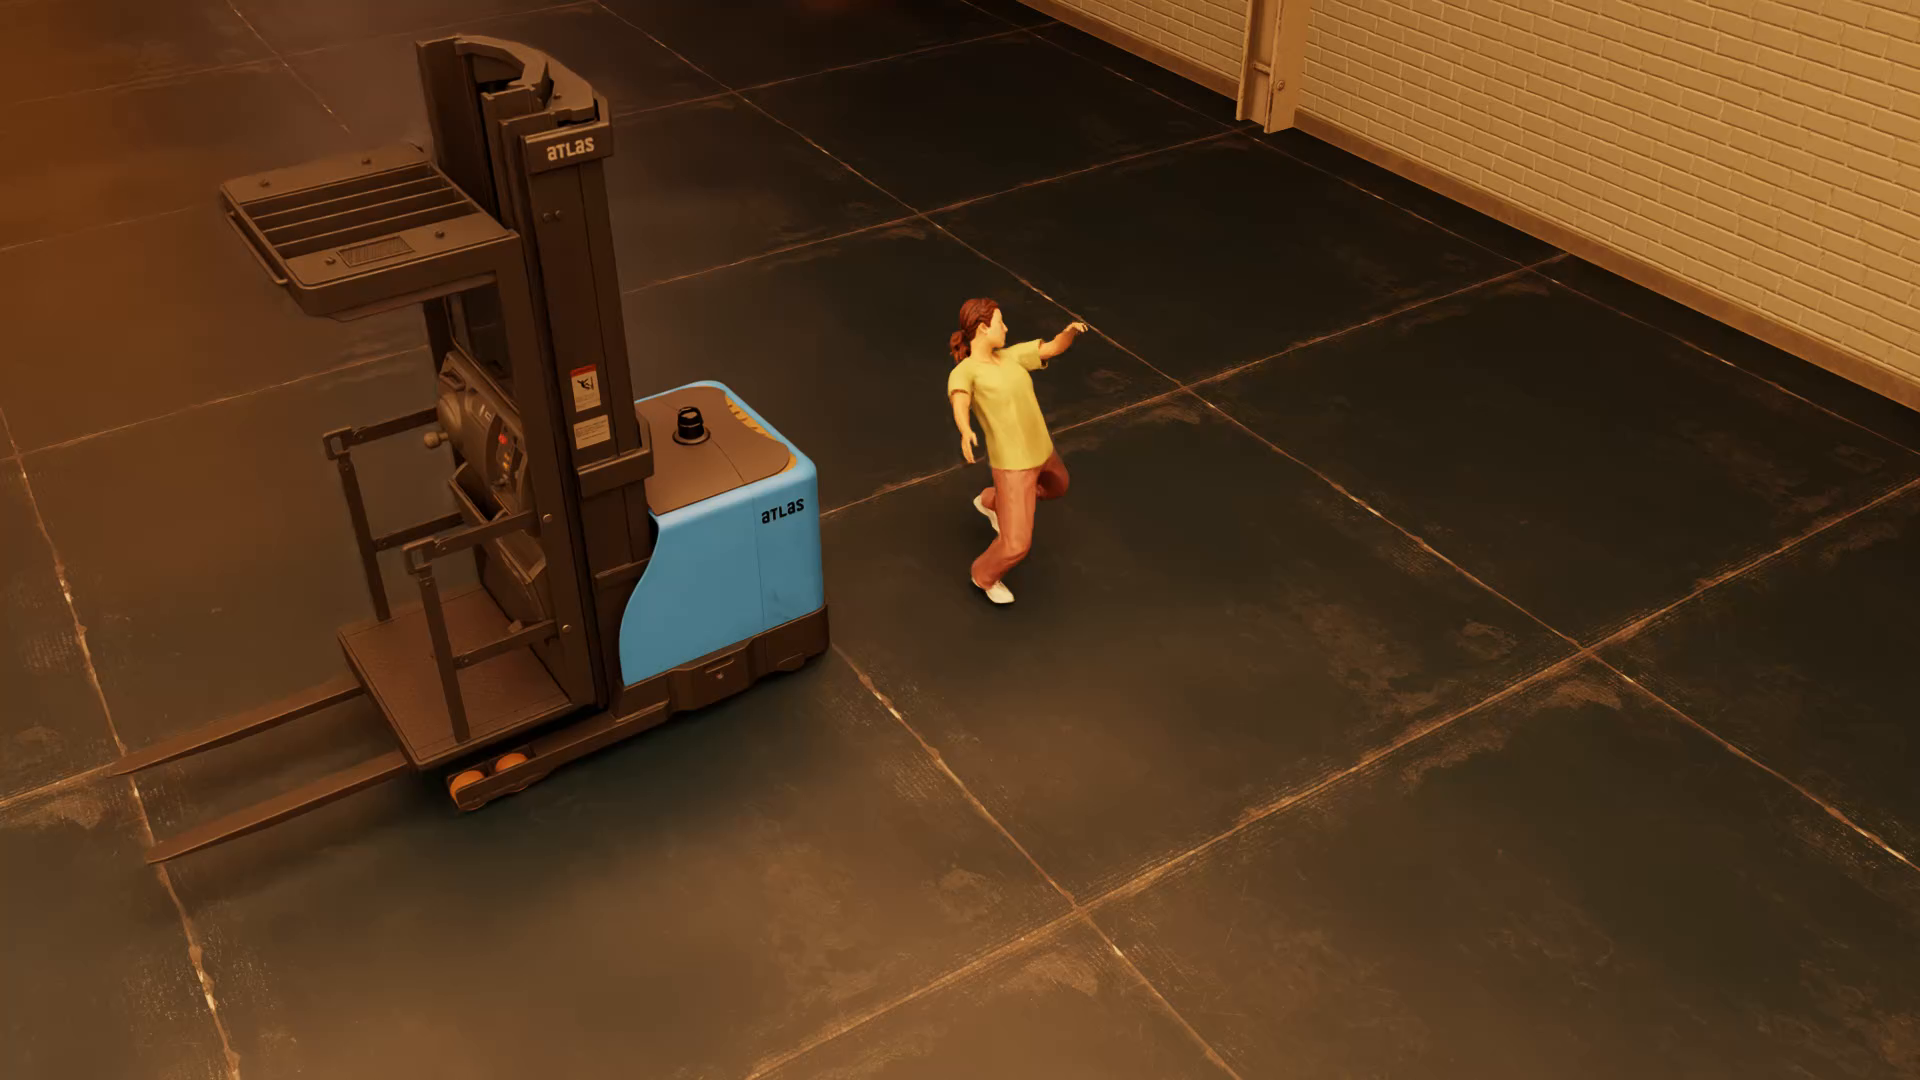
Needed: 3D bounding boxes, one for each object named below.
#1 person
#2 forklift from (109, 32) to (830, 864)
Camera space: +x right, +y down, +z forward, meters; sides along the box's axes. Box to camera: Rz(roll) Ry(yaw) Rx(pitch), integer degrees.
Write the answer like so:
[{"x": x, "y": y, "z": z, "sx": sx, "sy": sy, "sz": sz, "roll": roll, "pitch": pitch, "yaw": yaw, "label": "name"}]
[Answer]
[{"x": 0.183, "y": -0.360, "z": 7.919, "sx": 0.682, "sy": 1.461, "sz": 1.008, "roll": 16, "pitch": 38, "yaw": 22, "label": "person"}, {"x": -2.122, "y": -0.400, "z": 6.717, "sx": 3.031, "sy": 2.935, "sz": 1.130, "roll": -21, "pitch": 40, "yaw": -28, "label": "forklift"}]
